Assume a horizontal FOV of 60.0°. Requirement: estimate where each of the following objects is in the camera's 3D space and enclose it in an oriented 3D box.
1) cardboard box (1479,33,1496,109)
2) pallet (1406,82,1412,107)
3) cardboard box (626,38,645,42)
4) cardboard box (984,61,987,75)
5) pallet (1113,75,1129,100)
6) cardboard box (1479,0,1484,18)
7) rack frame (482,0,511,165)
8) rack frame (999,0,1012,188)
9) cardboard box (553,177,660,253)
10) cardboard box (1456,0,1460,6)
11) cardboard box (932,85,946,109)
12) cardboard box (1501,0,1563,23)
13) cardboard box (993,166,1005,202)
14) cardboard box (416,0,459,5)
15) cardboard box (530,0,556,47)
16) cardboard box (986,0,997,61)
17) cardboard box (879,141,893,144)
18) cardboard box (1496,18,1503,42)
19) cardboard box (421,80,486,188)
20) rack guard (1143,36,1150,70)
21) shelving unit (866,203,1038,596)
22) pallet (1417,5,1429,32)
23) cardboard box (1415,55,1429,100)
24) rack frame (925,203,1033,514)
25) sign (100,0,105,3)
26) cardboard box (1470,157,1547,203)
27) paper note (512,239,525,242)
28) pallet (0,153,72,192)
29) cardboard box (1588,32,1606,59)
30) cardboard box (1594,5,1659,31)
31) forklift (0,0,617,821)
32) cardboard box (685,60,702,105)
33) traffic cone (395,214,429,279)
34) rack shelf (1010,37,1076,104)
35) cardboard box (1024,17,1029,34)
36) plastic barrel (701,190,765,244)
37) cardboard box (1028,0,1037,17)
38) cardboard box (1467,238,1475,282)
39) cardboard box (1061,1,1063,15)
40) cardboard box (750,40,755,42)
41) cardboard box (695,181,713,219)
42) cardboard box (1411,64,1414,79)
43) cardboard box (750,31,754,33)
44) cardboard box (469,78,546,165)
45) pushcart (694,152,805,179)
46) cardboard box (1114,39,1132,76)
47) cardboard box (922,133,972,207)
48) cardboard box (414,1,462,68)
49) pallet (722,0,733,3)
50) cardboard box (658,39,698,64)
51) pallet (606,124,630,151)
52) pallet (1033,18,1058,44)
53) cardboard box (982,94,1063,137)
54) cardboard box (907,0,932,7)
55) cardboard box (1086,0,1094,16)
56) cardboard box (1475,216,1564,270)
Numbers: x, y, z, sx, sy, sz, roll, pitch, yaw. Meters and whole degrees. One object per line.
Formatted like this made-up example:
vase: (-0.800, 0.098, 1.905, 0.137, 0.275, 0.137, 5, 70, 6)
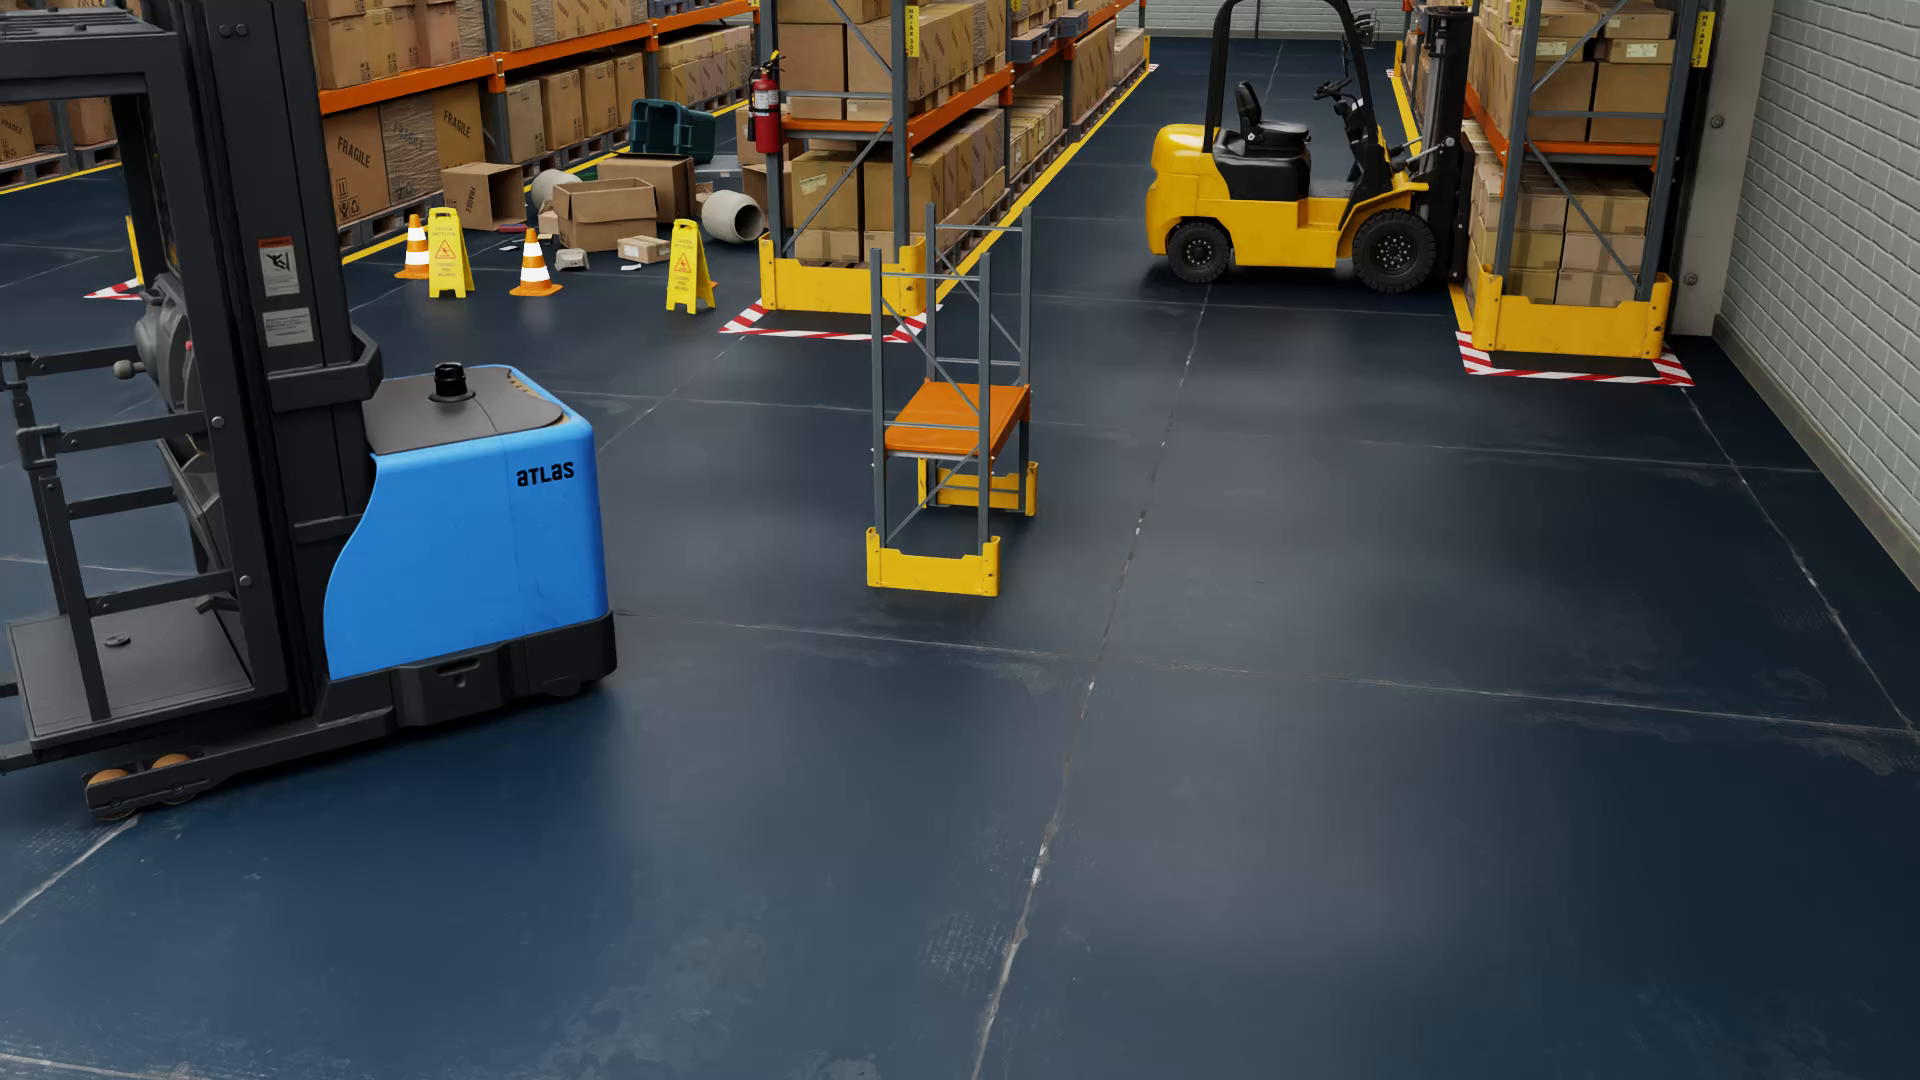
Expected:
cardboard box: (4.160, -3.481, 12.347, 0.500, 0.500, 0.500, 5, 22, 11)
pallet: (6.595, -6.019, 22.517, 1.003, 0.211, 1.213, 4, 22, 11)
cardboard box: (-4.113, -6.155, 20.901, 0.500, 0.250, 0.500, 5, 22, 12)
cardboard box: (0.021, -4.074, 14.291, 0.380, 0.149, 0.250, 5, 22, 11)
pallet: (1.826, -6.417, 23.505, 1.003, 0.211, 1.213, 4, 22, 11)
cardboard box: (4.499, -4.387, 13.728, 0.380, 0.149, 0.250, 4, 22, 10)
rack frame: (-4.905, -4.853, 15.889, 1.000, 3.000, 0.127, 4, 22, 11)
rack frame: (-0.038, -4.513, 15.044, 1.000, 3.000, 0.127, 4, 22, 11)
cardboard box: (-2.975, -2.727, 13.952, 0.797, 0.503, 0.637, -11, 25, -26)
cardboard box: (4.879, -4.873, 15.468, 0.500, 0.250, 0.500, 5, 22, 12)
cardboard box: (-0.315, -3.316, 12.407, 0.380, 0.149, 0.250, 5, 22, 12)
cardboard box: (3.987, -3.685, 11.587, 0.380, 0.149, 0.250, 5, 22, 12)
cardboard box: (0.104, -3.196, 14.892, 0.500, 0.250, 0.500, 5, 23, 13)
cardboard box: (-5.012, -5.082, 14.809, 0.875, 0.550, 0.550, 4, 22, 11)
cardboard box: (-4.432, -5.256, 16.756, 0.500, 0.500, 0.500, 5, 22, 11)
cardboard box: (0.016, -4.327, 14.050, 0.500, 0.500, 0.500, 5, 23, 13)
cardboard box: (-0.733, -3.005, 13.415, 0.500, 0.500, 0.500, 4, 22, 10)
cardboard box: (4.040, -3.640, 11.873, 0.380, 0.149, 0.250, 5, 22, 11)
cardboard box: (-5.102, -3.838, 15.650, 0.875, 0.875, 0.875, 5, 22, 12)
rack guard: (2.415, -7.751, 26.430, 1.175, 0.500, 0.348, 4, 22, 11)
shelving unit: (-0.016, -0.668, 7.504, 0.587, 1.500, 1.083, 4, 22, 11)
pallet: (5.707, -5.763, 18.405, 1.213, 0.211, 1.003, 4, 22, 11)
cardboard box: (6.135, -5.937, 21.364, 0.500, 0.500, 0.500, 5, 23, 13)
rack frame: (0.086, -0.850, 7.958, 0.500, 1.500, 0.032, 4, 22, 11)
sign: (-6.249, -4.084, 12.112, 0.100, 0.325, 0.005, 4, 22, 11)
cardboard box: (3.986, -2.621, 12.126, 0.500, 0.250, 0.500, 5, 22, 12)
paper note: (-3.760, -2.554, 14.181, 0.032, 0.001, 0.123, 18, 28, 38)
pallet: (-9.842, -3.727, 16.824, 1.003, 0.211, 1.213, 4, 22, 11)
cardboard box: (4.317, -3.220, 10.831, 0.380, 0.149, 0.250, 4, 22, 11)
cardboard box: (4.409, -3.456, 11.018, 0.380, 0.149, 0.250, 5, 22, 12)
forklift: (-2.849, -0.651, 5.547, 3.031, 2.935, 1.130, -13, 25, -30)
cardboard box: (-3.595, -5.775, 20.961, 0.500, 0.500, 0.500, 5, 22, 12)
traffic cone: (-4.223, -2.300, 12.944, 0.336, 0.463, 0.334, 4, 22, 11)
rack shelf: (0.370, -4.911, 16.995, 1.077, 0.370, 4.000, 4, 22, 11)
cardboard box: (0.443, -4.860, 15.680, 0.380, 0.149, 0.250, 5, 22, 12)
plastic barrel: (-1.915, -2.726, 14.055, 0.421, 0.421, 0.512, -16, 27, -35)
cardboard box: (0.440, -5.225, 15.718, 0.500, 0.500, 0.500, 5, 22, 11)
cardboard box: (3.903, -1.969, 11.847, 0.500, 0.250, 0.500, 4, 22, 11)
cardboard box: (0.891, -5.626, 17.581, 0.380, 0.149, 0.250, 3, 22, 8)
cardboard box: (-2.885, -7.134, 24.009, 0.380, 0.149, 0.250, 6, 23, 14)
cardboard box: (-2.306, -3.110, 15.221, 0.258, 0.266, 0.396, -11, 25, -26)
cardboard box: (6.353, -6.345, 22.691, 0.396, 0.266, 0.258, 5, 23, 13)
cardboard box: (-3.103, -7.643, 25.272, 0.380, 0.149, 0.250, 5, 22, 11)
cardboard box: (-4.866, -4.238, 16.812, 1.050, 0.750, 0.750, 4, 22, 11)
pushcart: (-2.281, -3.452, 15.920, 1.648, 0.377, 0.936, -3, 22, -8)
cardboard box: (2.009, -6.994, 24.072, 0.875, 0.438, 0.875, 4, 22, 9)
cardboard box: (-0.202, -2.974, 13.338, 0.500, 0.500, 0.500, 5, 22, 12)
cardboard box: (-5.059, -4.584, 15.020, 0.875, 0.550, 0.550, 4, 22, 11)
pallet: (-3.571, -7.422, 22.523, 1.003, 0.211, 1.213, 4, 22, 11)
cardboard box: (-3.608, -6.119, 20.811, 0.500, 0.250, 0.500, 4, 22, 10)
pallet: (-4.323, -4.740, 19.341, 1.003, 0.211, 1.213, 4, 22, 11)
pallet: (0.414, -5.160, 16.907, 1.003, 0.211, 1.213, 4, 22, 11)
cardboard box: (0.653, -4.746, 18.578, 0.950, 0.372, 0.625, 3, 22, 7)
cardboard box: (-0.612, -4.452, 13.023, 0.700, 0.500, 0.500, 4, 22, 11)
cardboard box: (1.324, -6.447, 20.046, 0.500, 0.250, 0.500, 5, 23, 13)
cardboard box: (3.799, -2.026, 11.319, 0.500, 0.250, 0.500, 4, 22, 10)
